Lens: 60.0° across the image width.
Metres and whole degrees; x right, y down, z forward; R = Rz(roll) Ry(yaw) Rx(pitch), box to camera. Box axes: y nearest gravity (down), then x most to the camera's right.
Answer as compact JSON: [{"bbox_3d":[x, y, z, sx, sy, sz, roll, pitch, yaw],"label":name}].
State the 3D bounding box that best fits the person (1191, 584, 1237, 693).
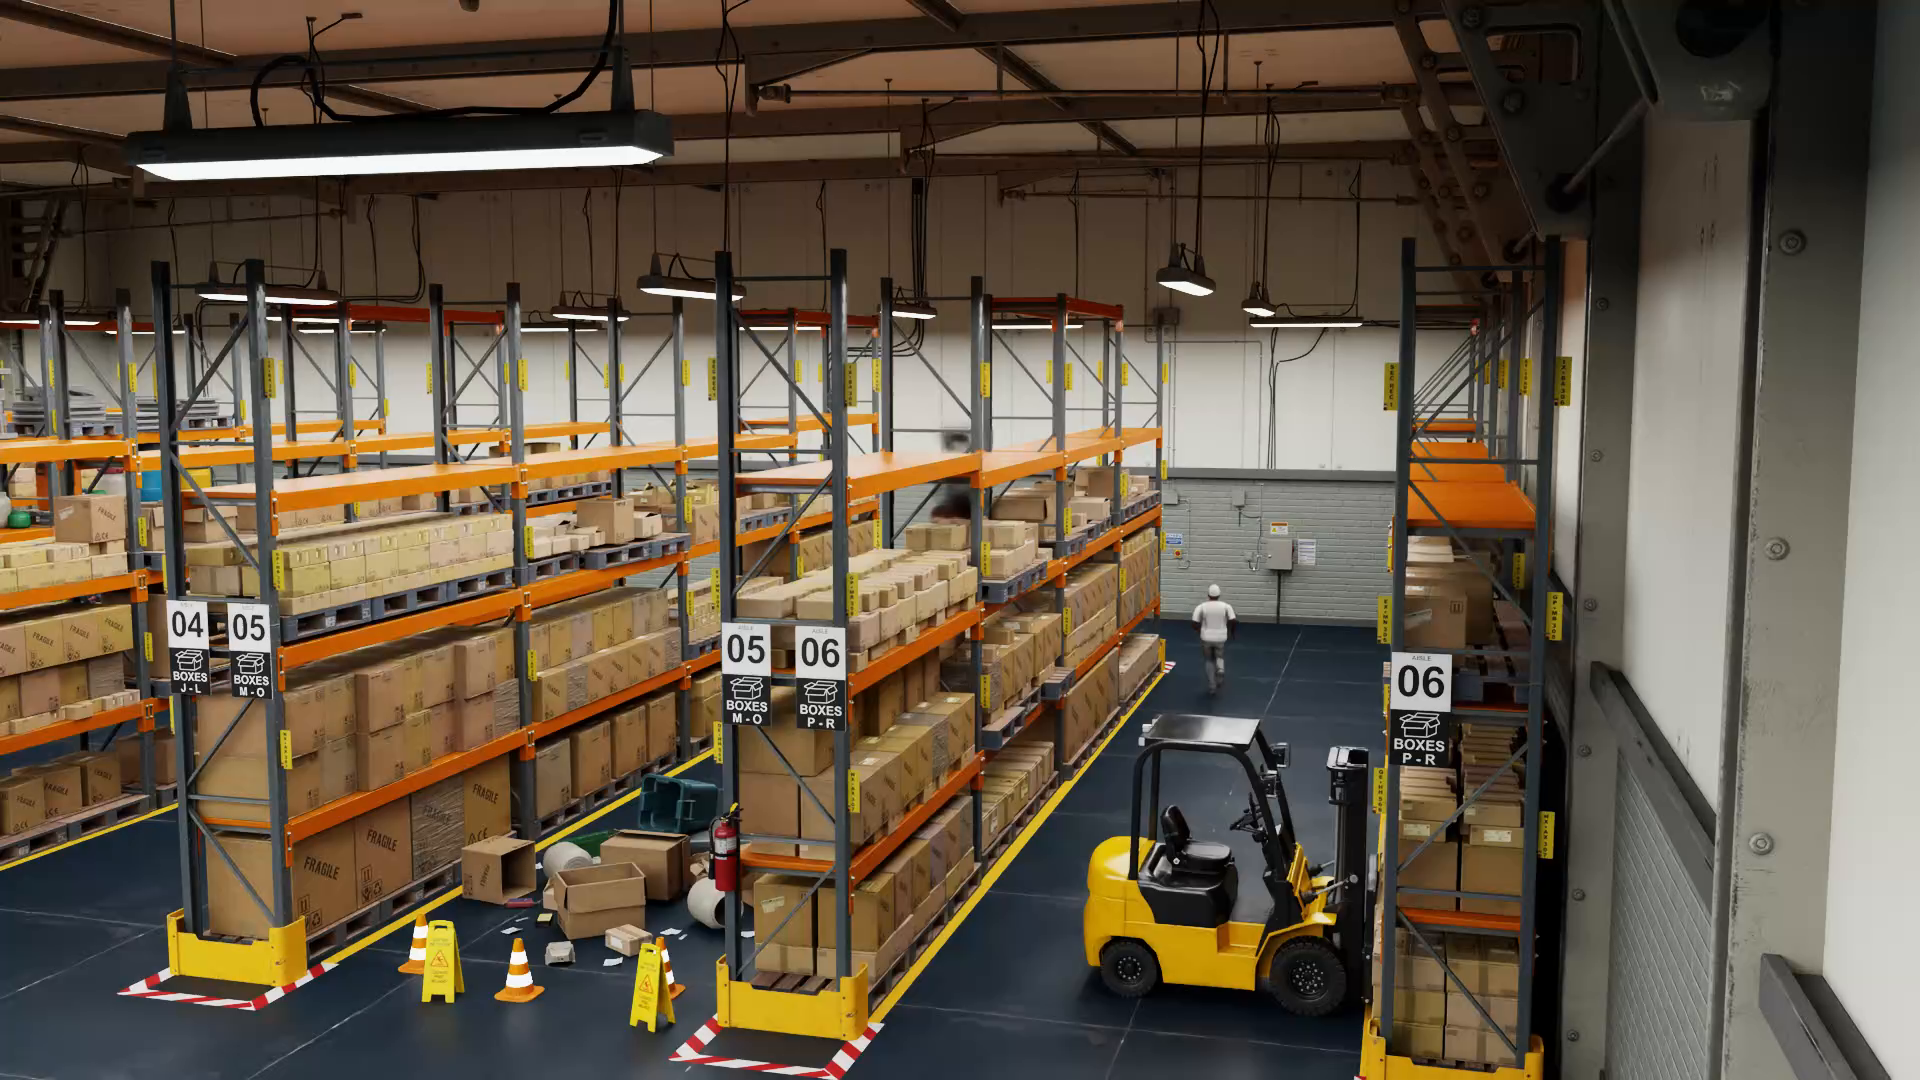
[{"bbox_3d":[3.994,1.555,26.170,0.705,1.723,0.587,1,6,9],"label":"person"}]
